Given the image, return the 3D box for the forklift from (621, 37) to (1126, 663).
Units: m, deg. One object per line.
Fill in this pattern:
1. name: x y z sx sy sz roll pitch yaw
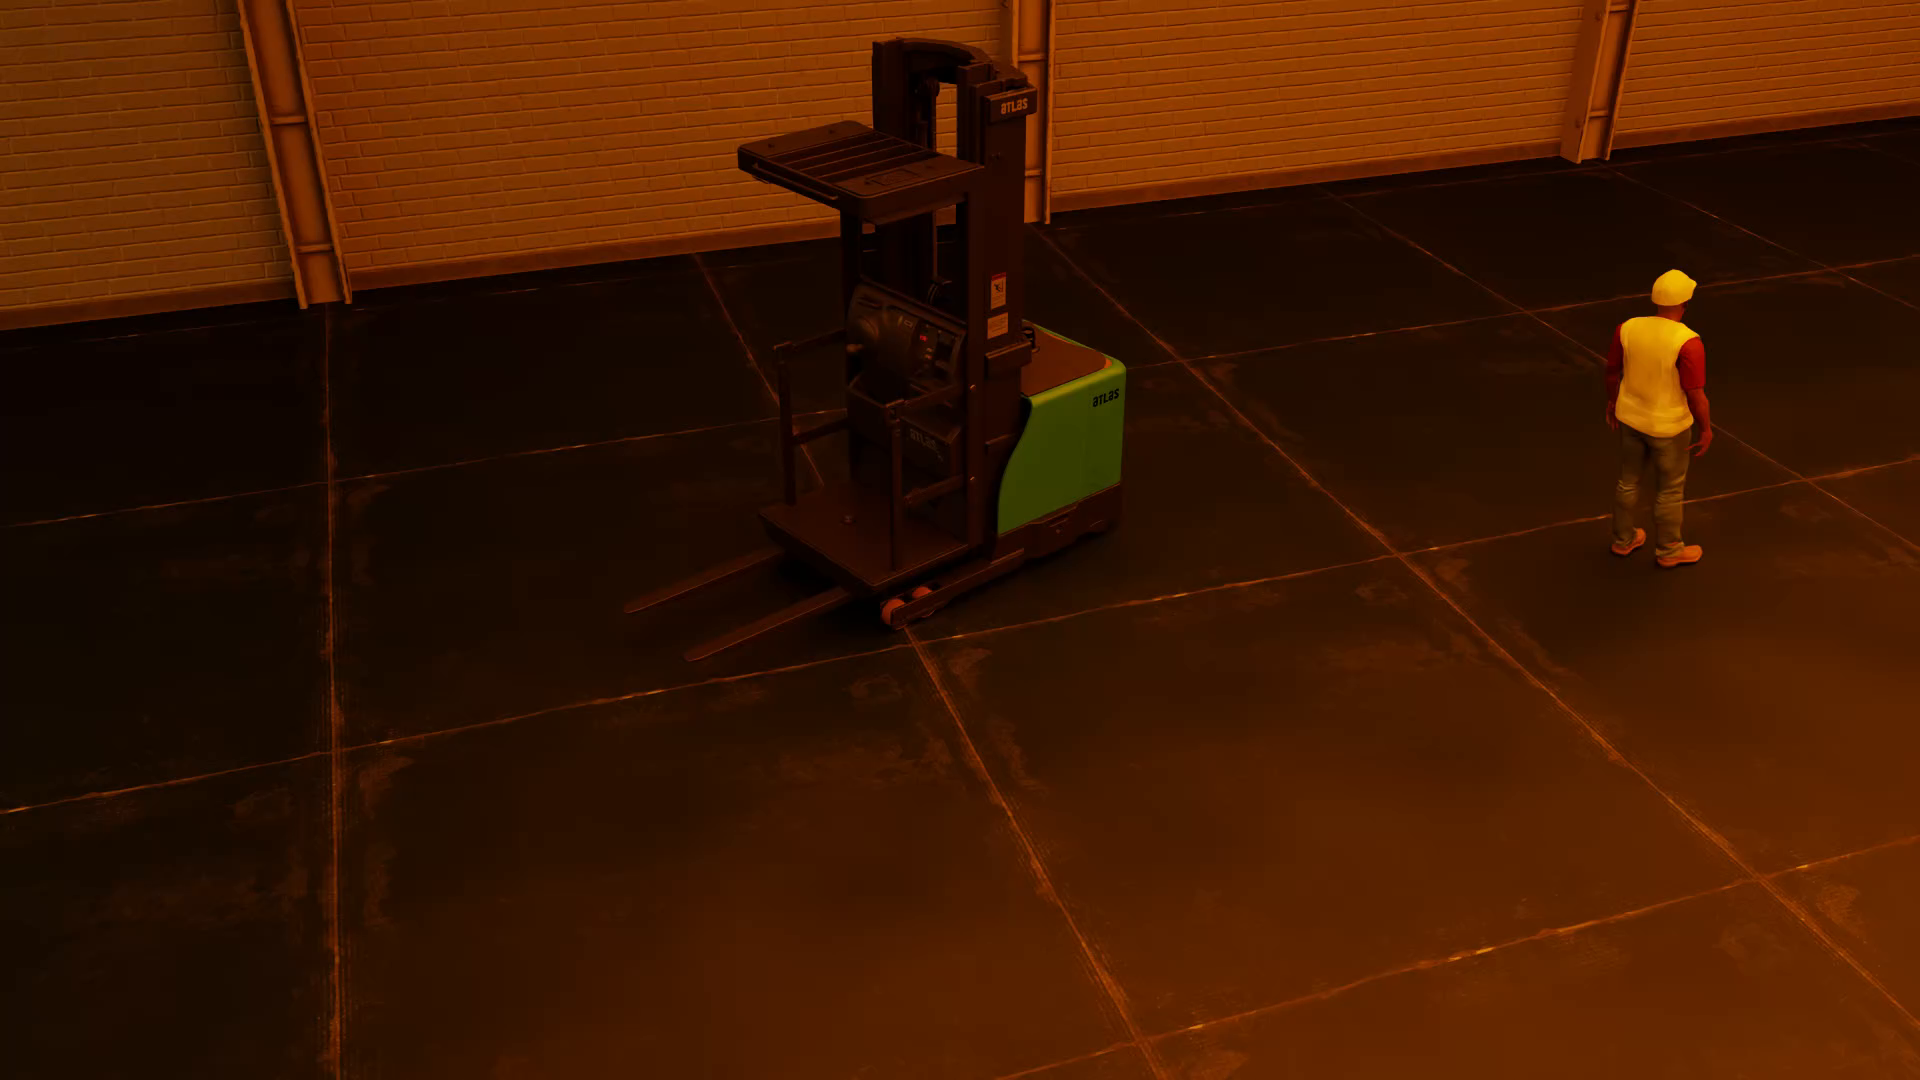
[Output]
1. forklift: -0.461 -1.072 8.951 3.031 2.935 1.130 -23 37 -34

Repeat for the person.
1. person: 4.003 -0.707 9.471 0.570 1.767 0.665 -18 35 -29
